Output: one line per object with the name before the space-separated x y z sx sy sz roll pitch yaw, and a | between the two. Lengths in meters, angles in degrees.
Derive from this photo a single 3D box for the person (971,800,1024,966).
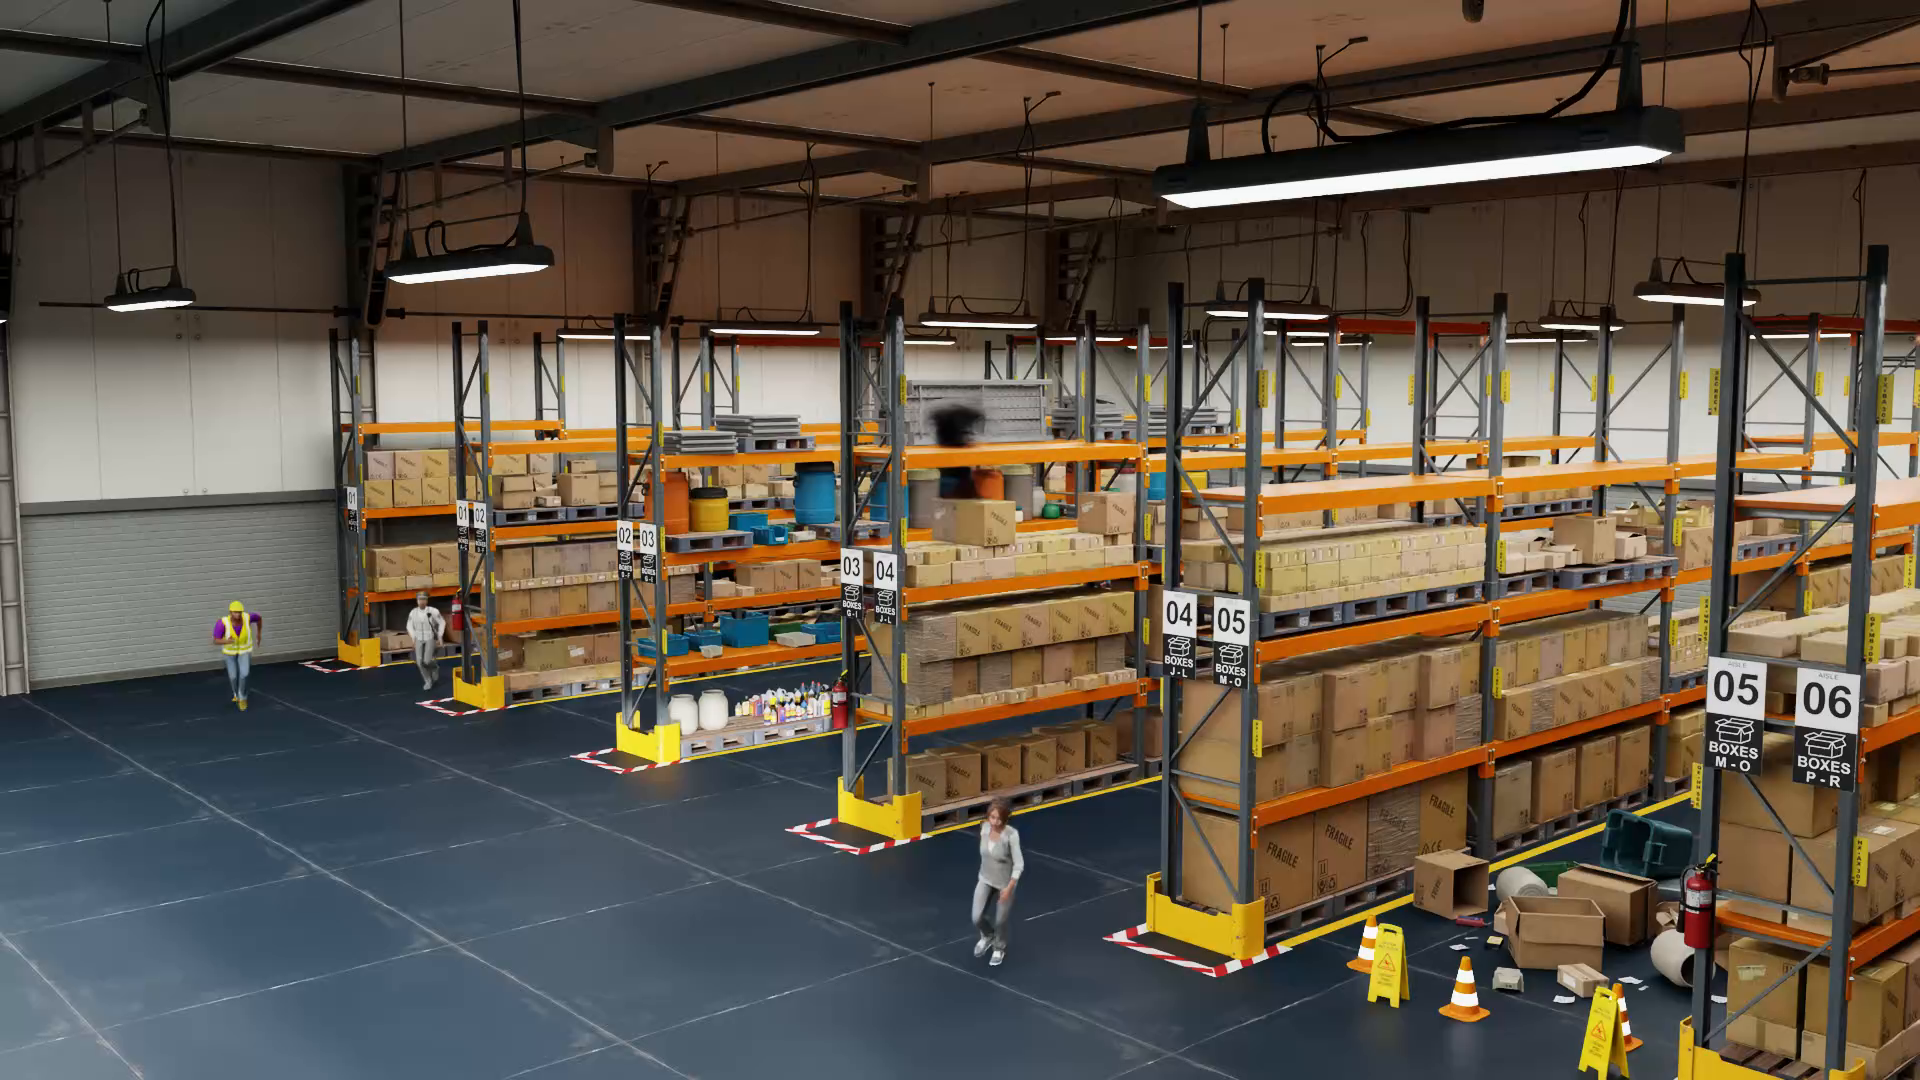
person | 0.333 2.999 14.400 0.529 1.506 0.667 2 6 21

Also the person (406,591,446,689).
person | -8.805 1.651 27.361 0.592 1.644 0.583 0 6 -2

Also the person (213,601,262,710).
person | -11.203 1.799 25.831 0.713 1.758 0.924 -3 6 -25
